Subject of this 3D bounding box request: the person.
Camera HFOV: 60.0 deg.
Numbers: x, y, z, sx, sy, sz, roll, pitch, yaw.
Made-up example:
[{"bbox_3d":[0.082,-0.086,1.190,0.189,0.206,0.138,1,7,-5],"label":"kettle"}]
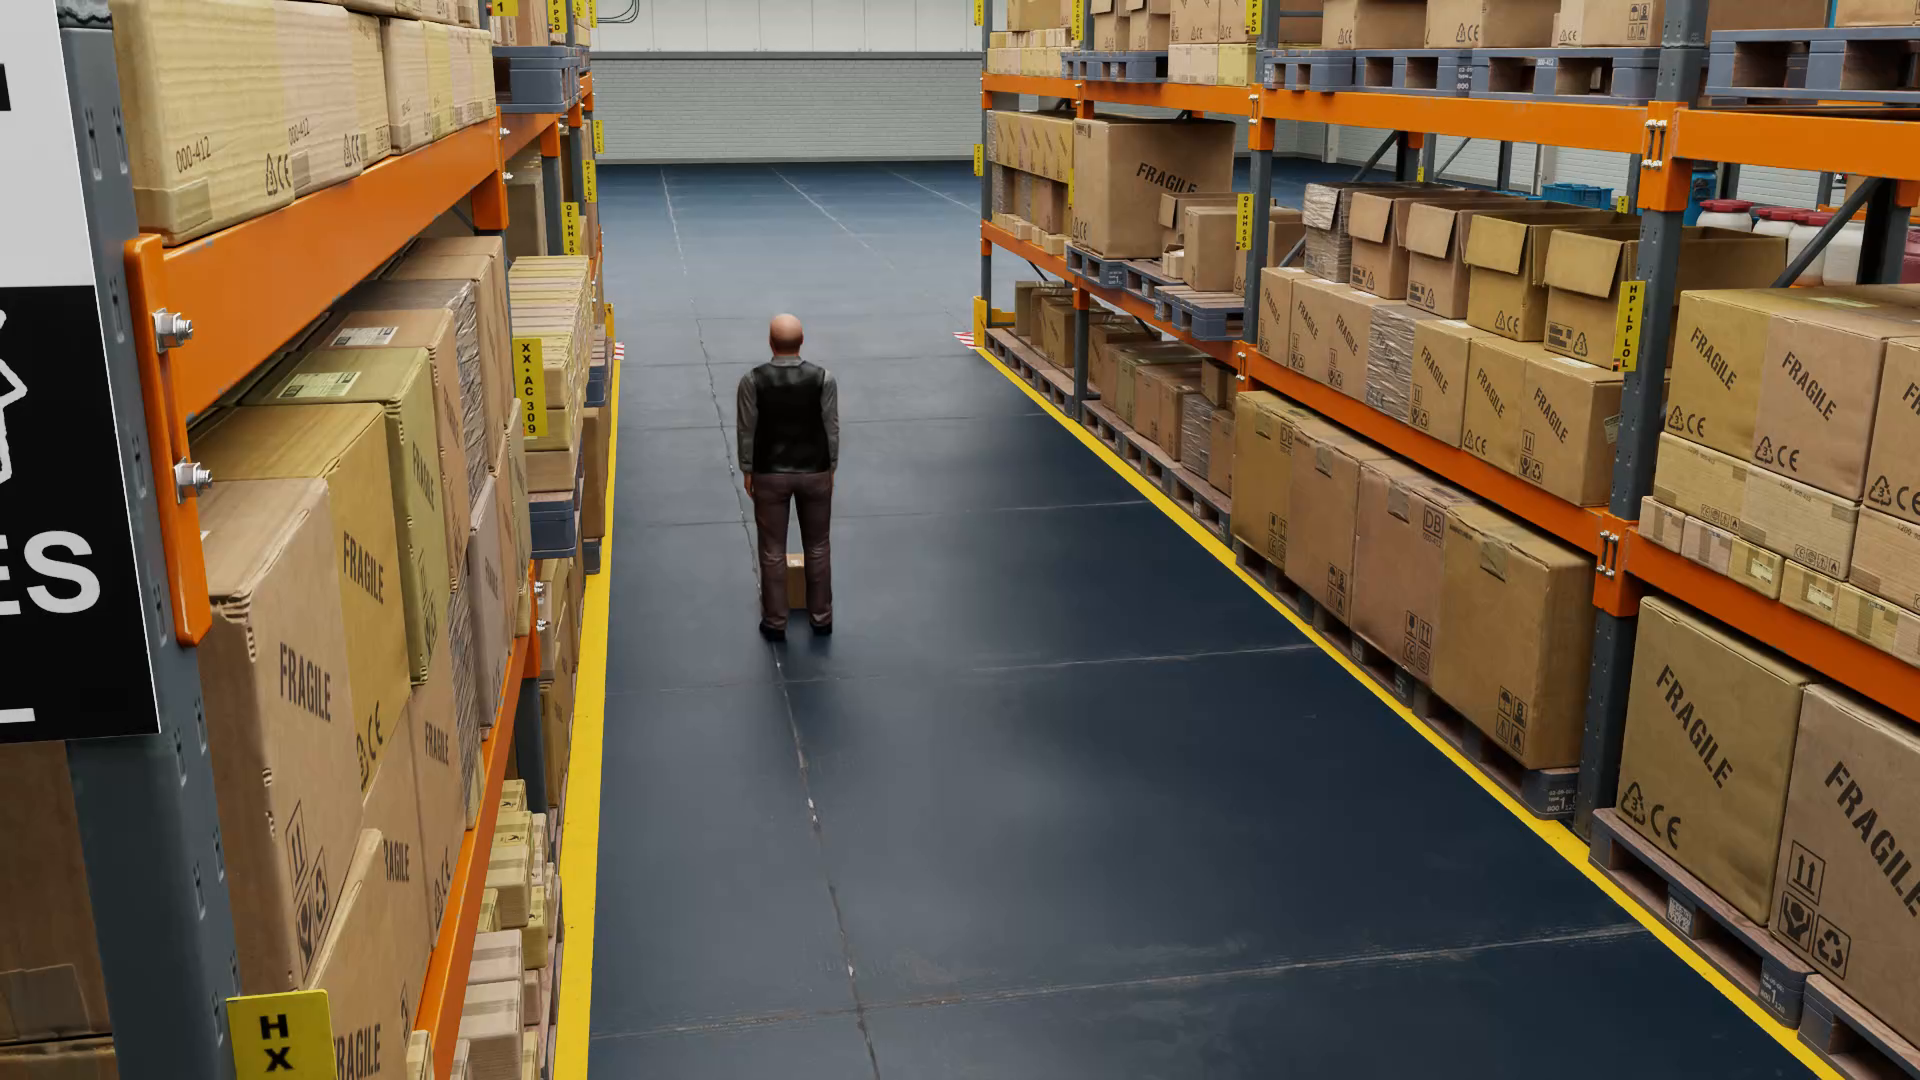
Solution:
[{"bbox_3d":[-0.900,-0.290,8.753,0.532,1.633,0.357,-3,16,-9],"label":"person"}]
